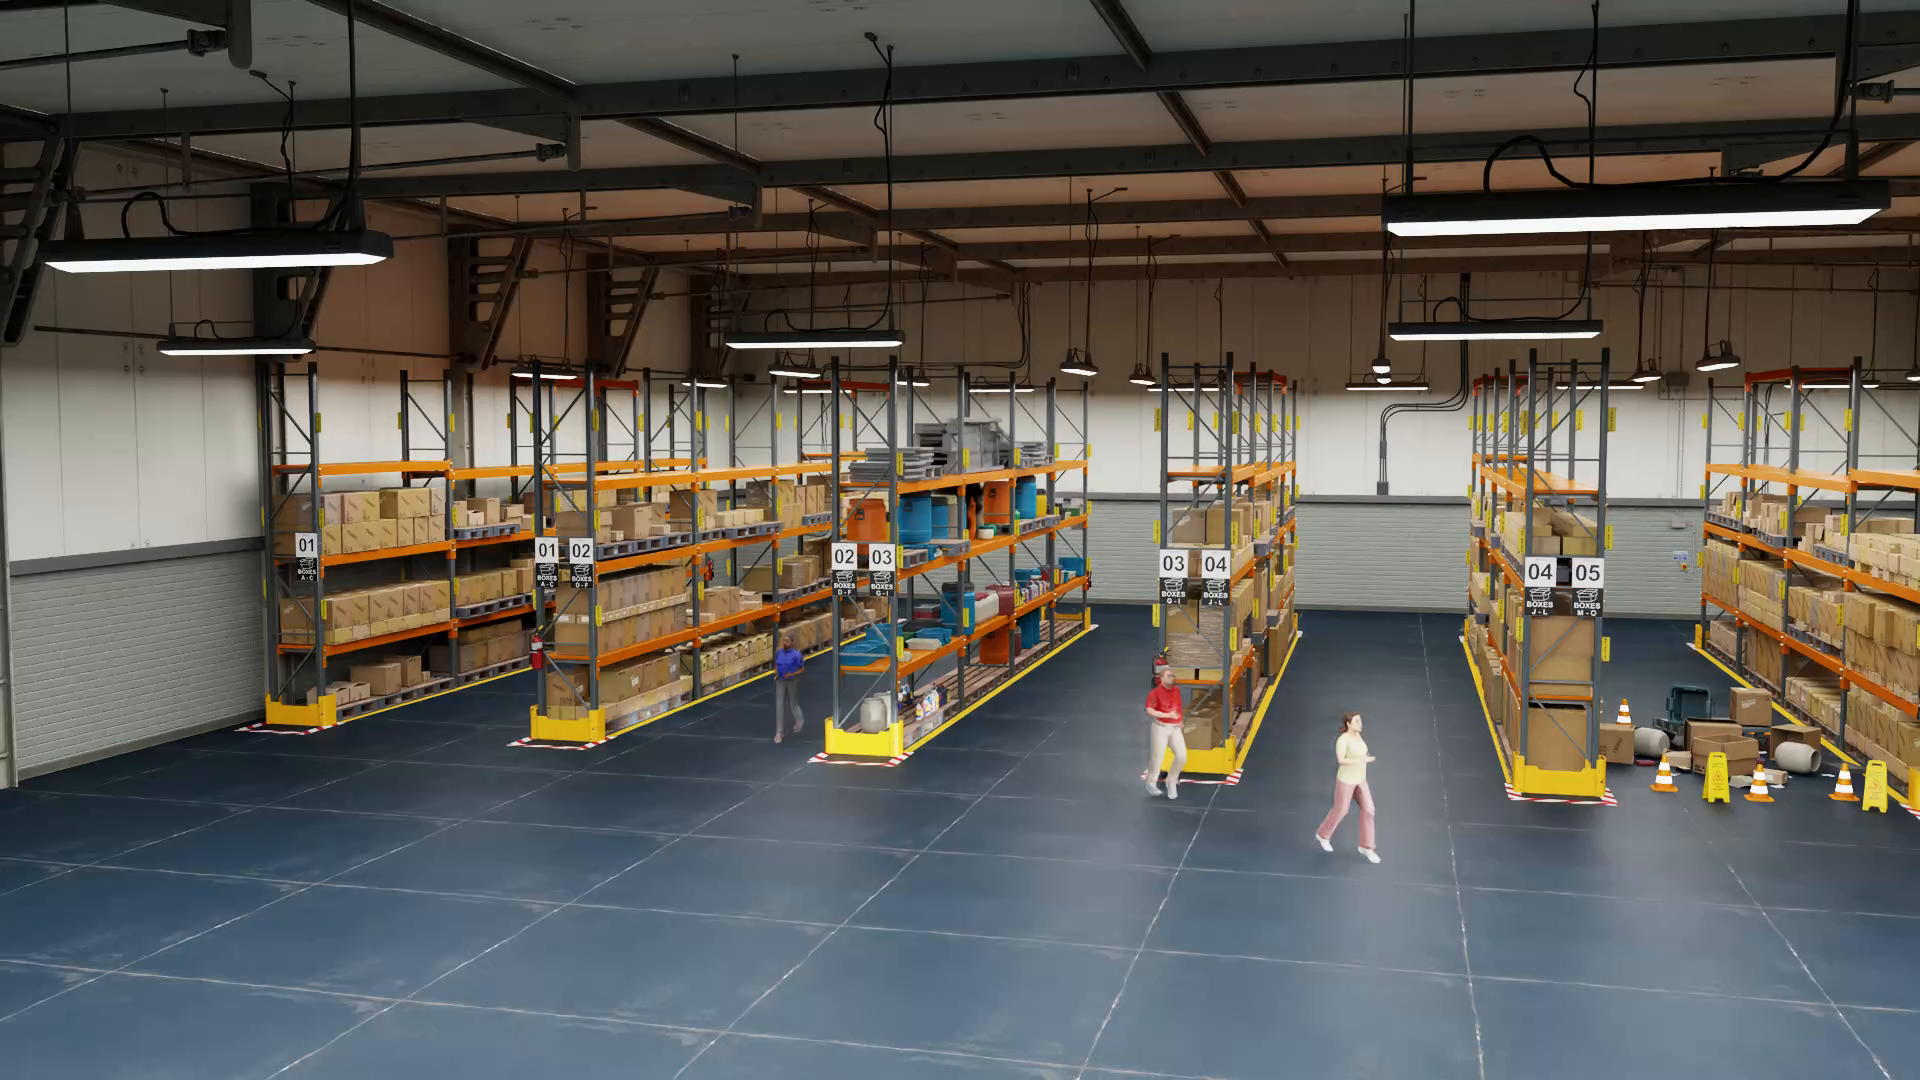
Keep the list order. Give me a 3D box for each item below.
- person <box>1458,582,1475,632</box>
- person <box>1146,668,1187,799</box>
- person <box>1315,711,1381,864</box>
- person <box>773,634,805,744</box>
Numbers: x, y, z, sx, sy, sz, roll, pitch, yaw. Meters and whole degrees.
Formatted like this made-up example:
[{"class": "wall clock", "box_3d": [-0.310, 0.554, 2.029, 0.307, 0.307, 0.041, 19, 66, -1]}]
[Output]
[{"class": "person", "box_3d": [12.141, 1.370, 39.406, 0.826, 1.732, 0.787, 2, 5, 31]}, {"class": "person", "box_3d": [2.777, 2.595, 22.215, 0.665, 1.770, 0.704, -2, 4, -26]}, {"class": "person", "box_3d": [4.457, 2.809, 19.129, 0.576, 1.721, 0.831, -3, 5, -40]}, {"class": "person", "box_3d": [-2.720, 2.327, 26.352, 0.584, 1.667, 0.886, 1, 4, 15]}]
